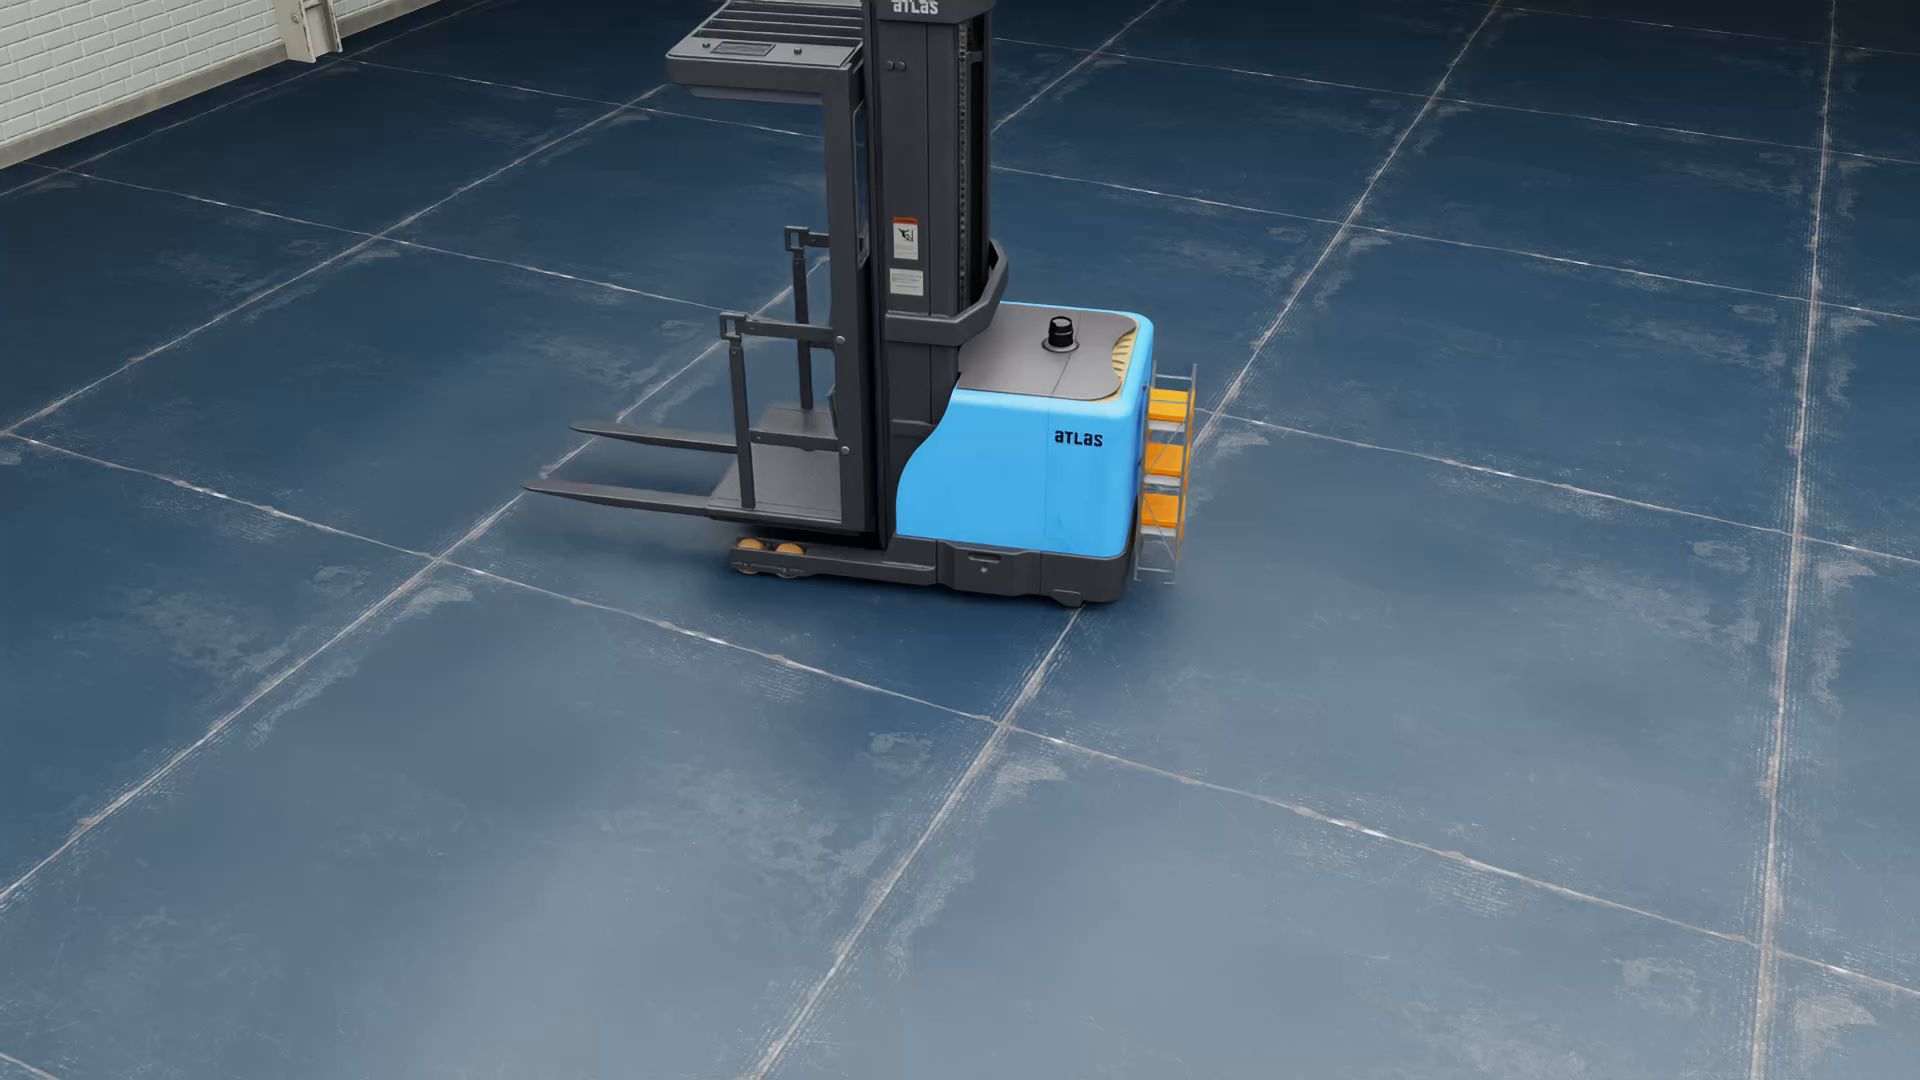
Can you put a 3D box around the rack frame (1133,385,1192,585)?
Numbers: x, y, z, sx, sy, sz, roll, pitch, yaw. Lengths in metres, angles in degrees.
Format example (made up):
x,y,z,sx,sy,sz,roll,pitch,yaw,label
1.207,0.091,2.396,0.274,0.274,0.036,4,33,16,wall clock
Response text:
x,y,z,sx,sy,sz,roll,pitch,yaw,label
0.927,-0.237,7.653,0.200,1.050,0.008,7,34,10,rack frame

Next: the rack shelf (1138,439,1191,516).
x,y,z,sx,sy,sz,roll,pitch,yaw,label
0.952,-0.293,7.759,0.215,0.259,0.240,7,34,10,rack shelf

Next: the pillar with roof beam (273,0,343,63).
x,y,z,sx,sy,sz,roll,pitch,yaw,label
-1.864,-7.118,10.898,9.100,9.000,0.400,14,36,20,pillar with roof beam

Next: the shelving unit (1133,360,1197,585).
x,y,z,sx,sy,sz,roll,pitch,yaw,label
0.952,-0.302,7.753,0.215,1.050,0.252,7,34,10,shelving unit

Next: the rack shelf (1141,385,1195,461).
x,y,z,sx,sy,sz,roll,pitch,yaw,label
0.952,-0.531,7.604,0.215,0.259,0.240,7,34,10,rack shelf

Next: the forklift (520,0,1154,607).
x,y,z,sx,sy,sz,roll,pitch,yaw,label
-0.635,-1.316,7.585,3.031,2.935,1.130,6,34,10,forklift

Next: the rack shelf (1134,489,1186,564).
x,y,z,sx,sy,sz,roll,pitch,yaw,label
0.952,-0.061,7.912,0.215,0.259,0.240,7,34,10,rack shelf

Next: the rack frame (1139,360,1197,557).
x,y,z,sx,sy,sz,roll,pitch,yaw,label
0.977,-0.368,7.853,0.200,1.050,0.008,7,34,10,rack frame
